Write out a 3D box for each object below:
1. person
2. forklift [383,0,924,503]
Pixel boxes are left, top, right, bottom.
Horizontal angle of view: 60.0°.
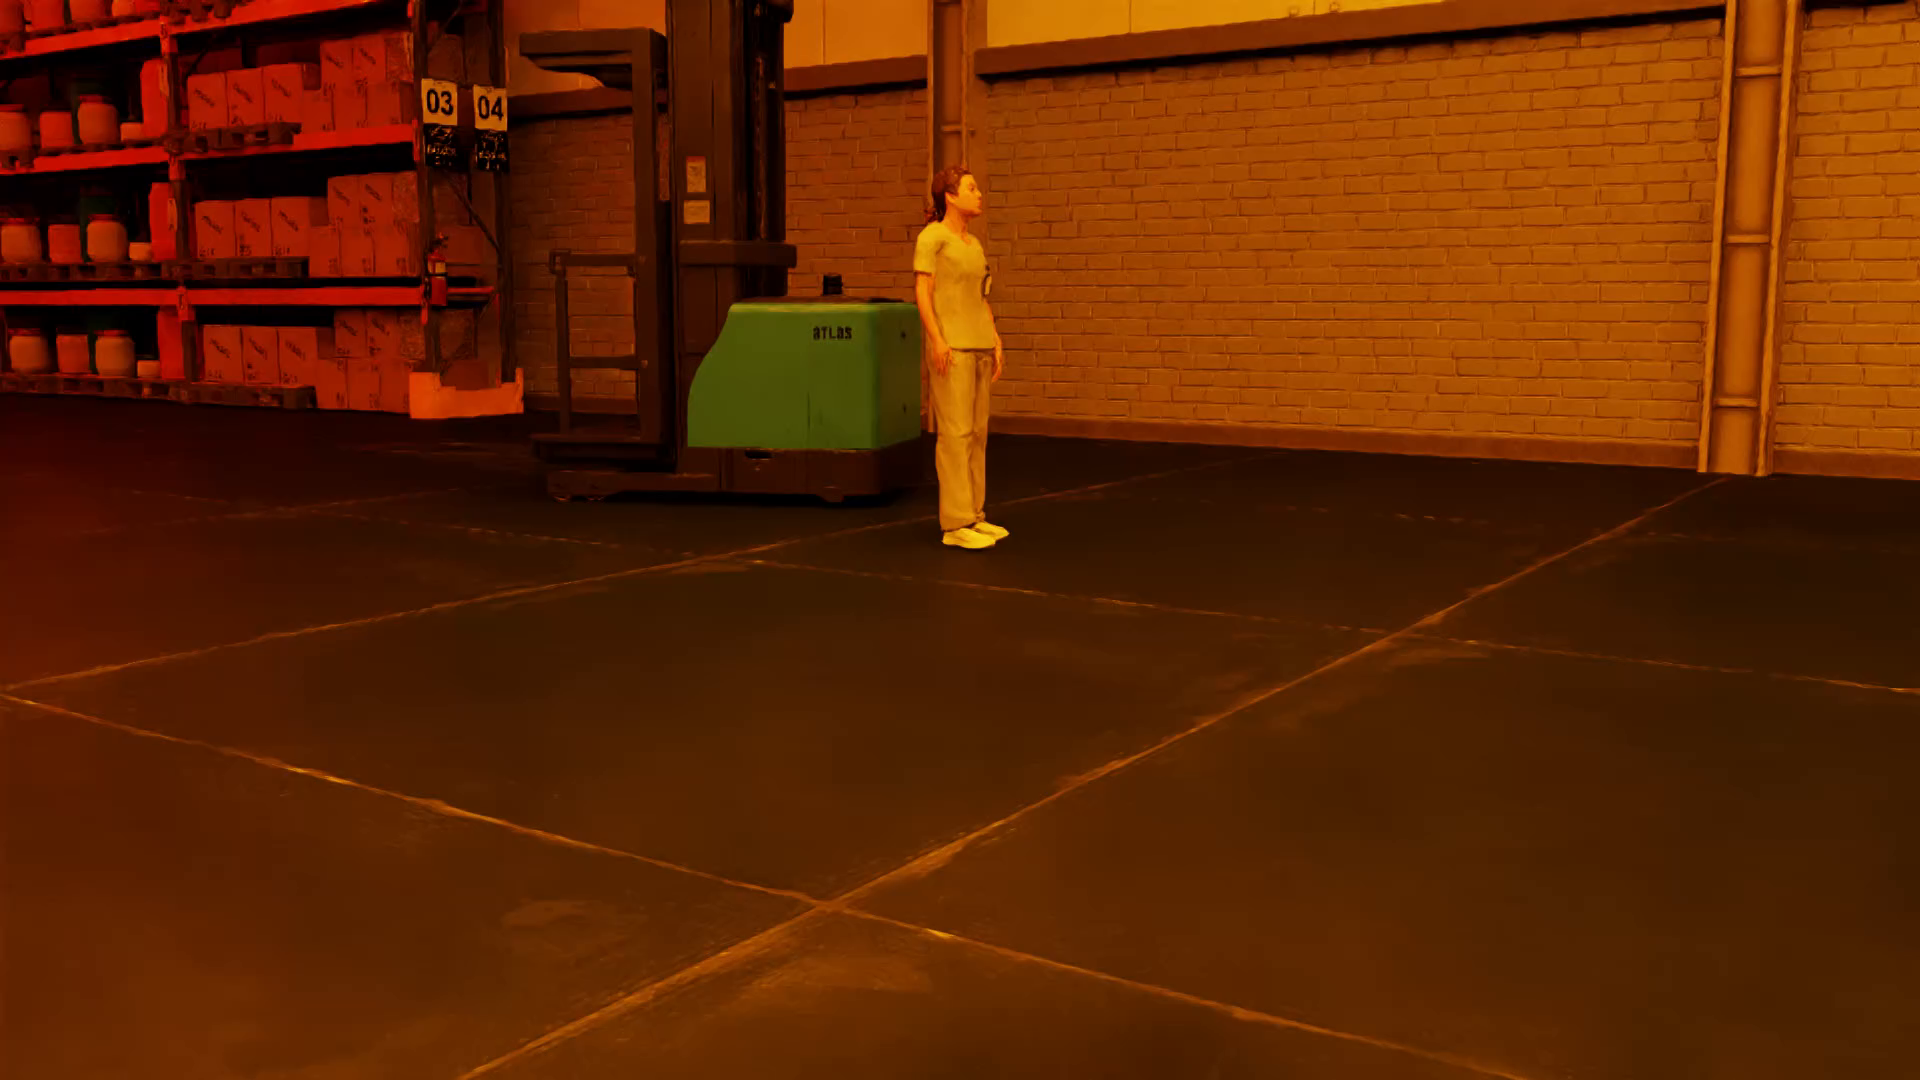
[{"bbox_3d":[0.054,-0.829,7.433,0.548,1.674,0.550,5,10,34],"label":"person"},{"bbox_3d":[-1.785,-1.734,9.384,3.031,2.935,1.130,2,8,14],"label":"forklift"}]
